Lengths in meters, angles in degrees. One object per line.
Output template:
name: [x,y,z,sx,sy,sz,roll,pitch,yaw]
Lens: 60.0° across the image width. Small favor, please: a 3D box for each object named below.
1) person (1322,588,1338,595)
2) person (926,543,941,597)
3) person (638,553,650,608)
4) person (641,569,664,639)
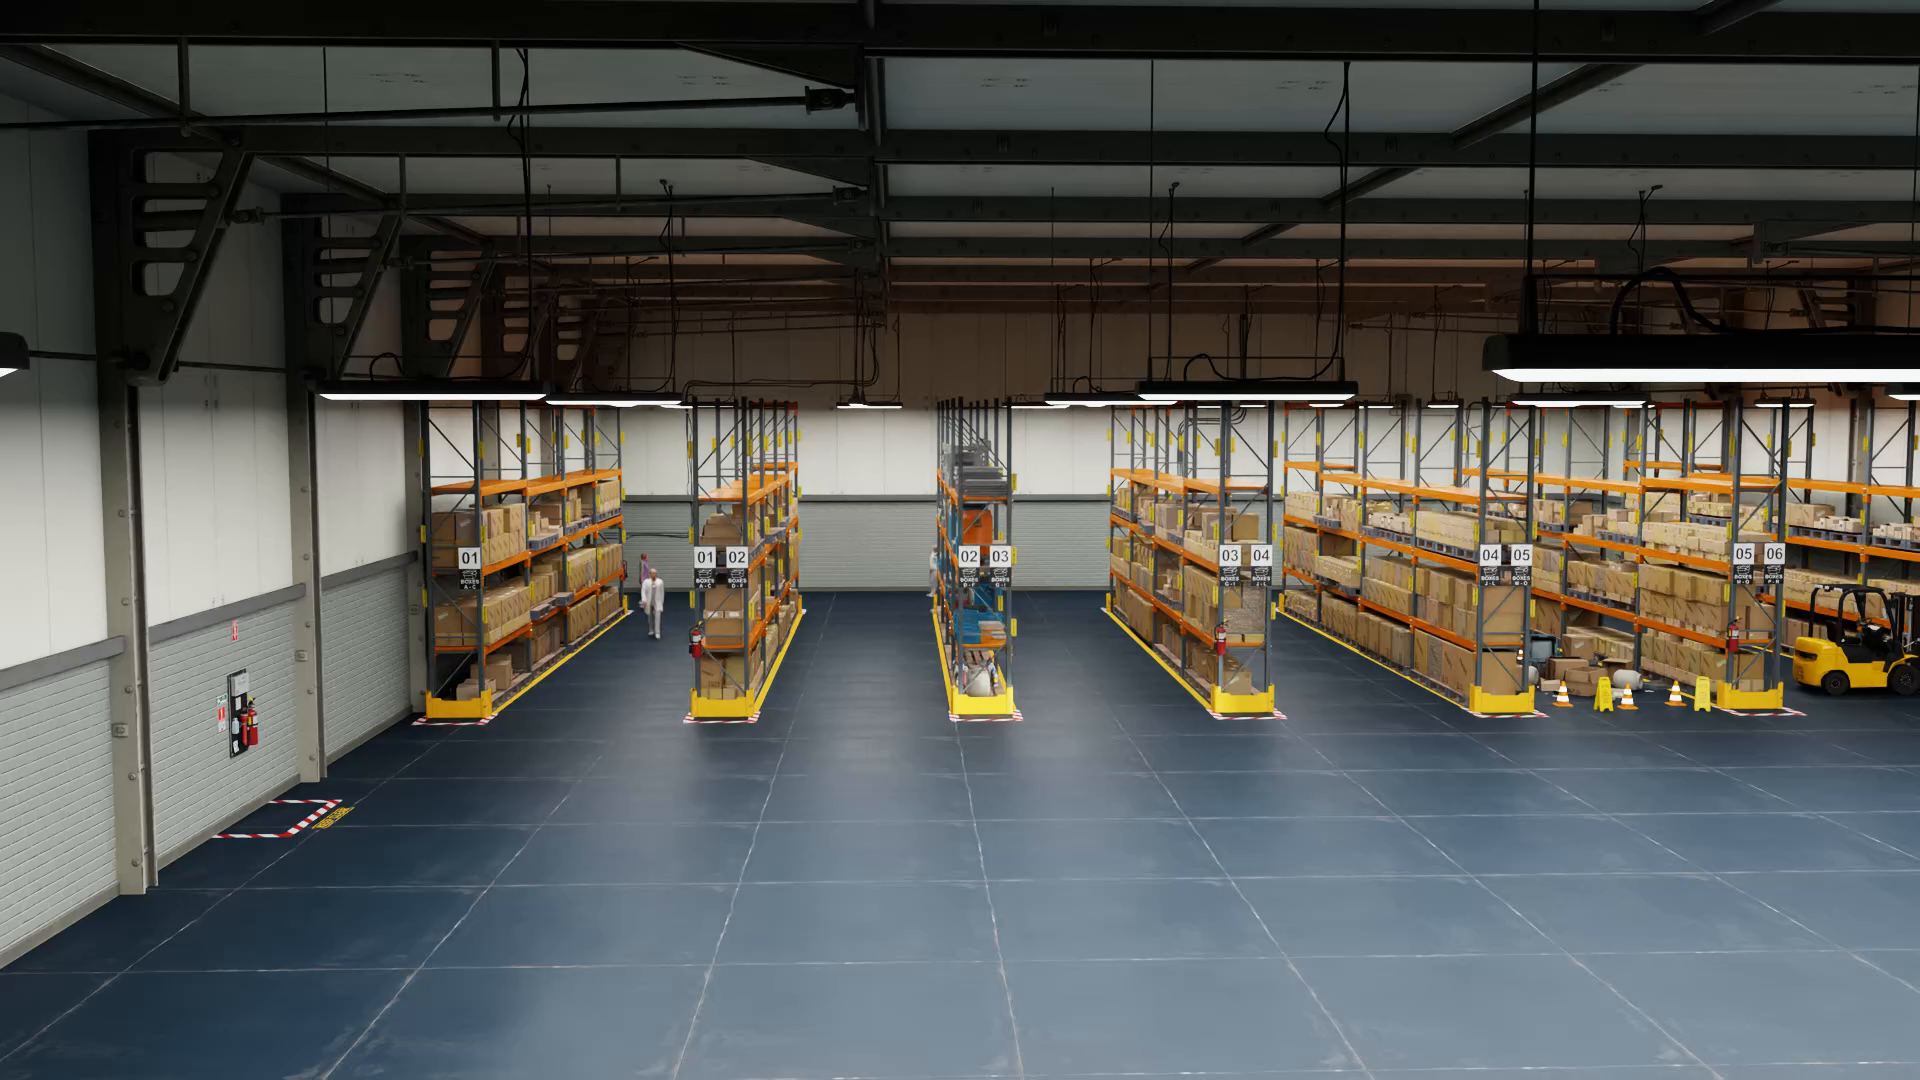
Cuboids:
person: [10.822,1.055,48.940,0.785,1.774,0.545,0,4,2]
person: [-0.700,0.907,51.457,0.834,1.653,0.441,-3,5,-32]
person: [-9.170,1.185,48.332,0.416,1.606,0.439,-1,4,-10]
person: [-7.760,1.592,41.946,0.553,1.715,1.129,-1,4,-7]
